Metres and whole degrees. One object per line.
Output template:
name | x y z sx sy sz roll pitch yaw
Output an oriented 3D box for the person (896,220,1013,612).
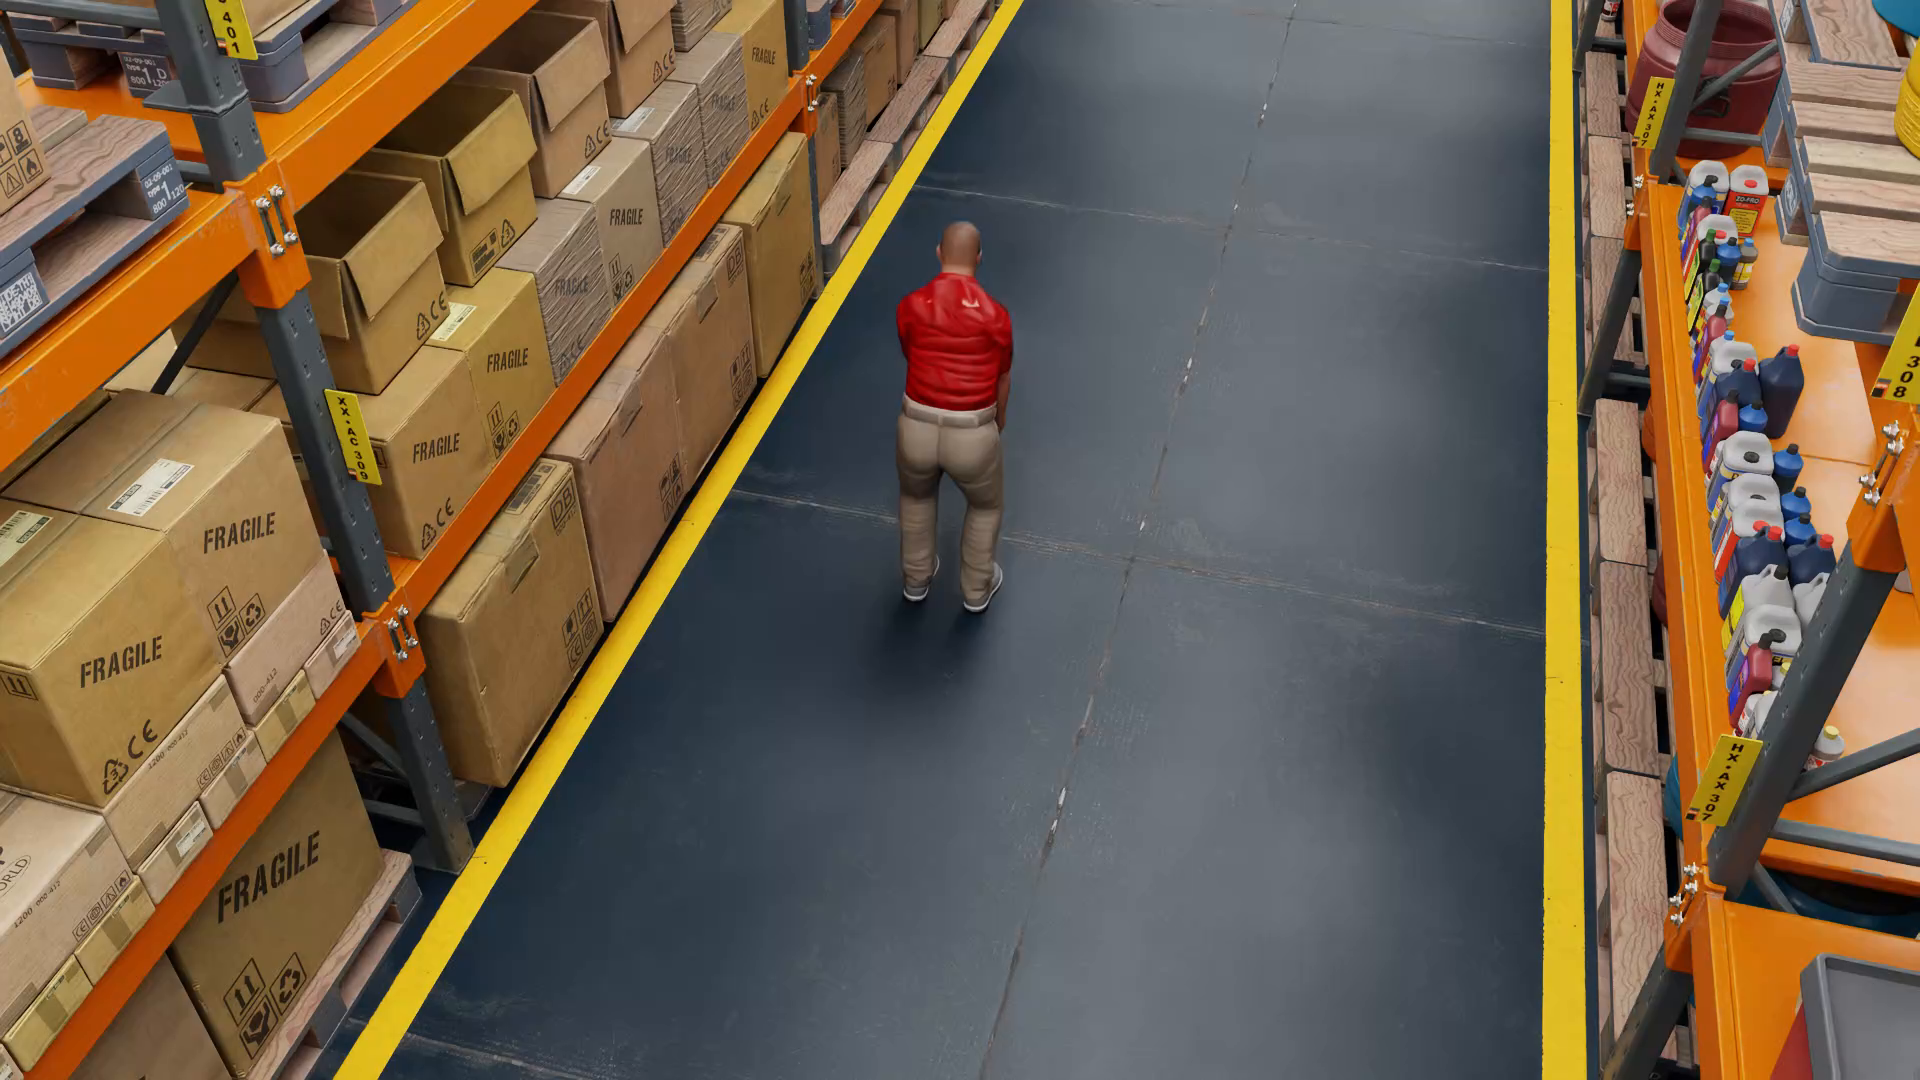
person | -0.032 -0.473 6.781 0.477 1.657 0.598 9 42 11
